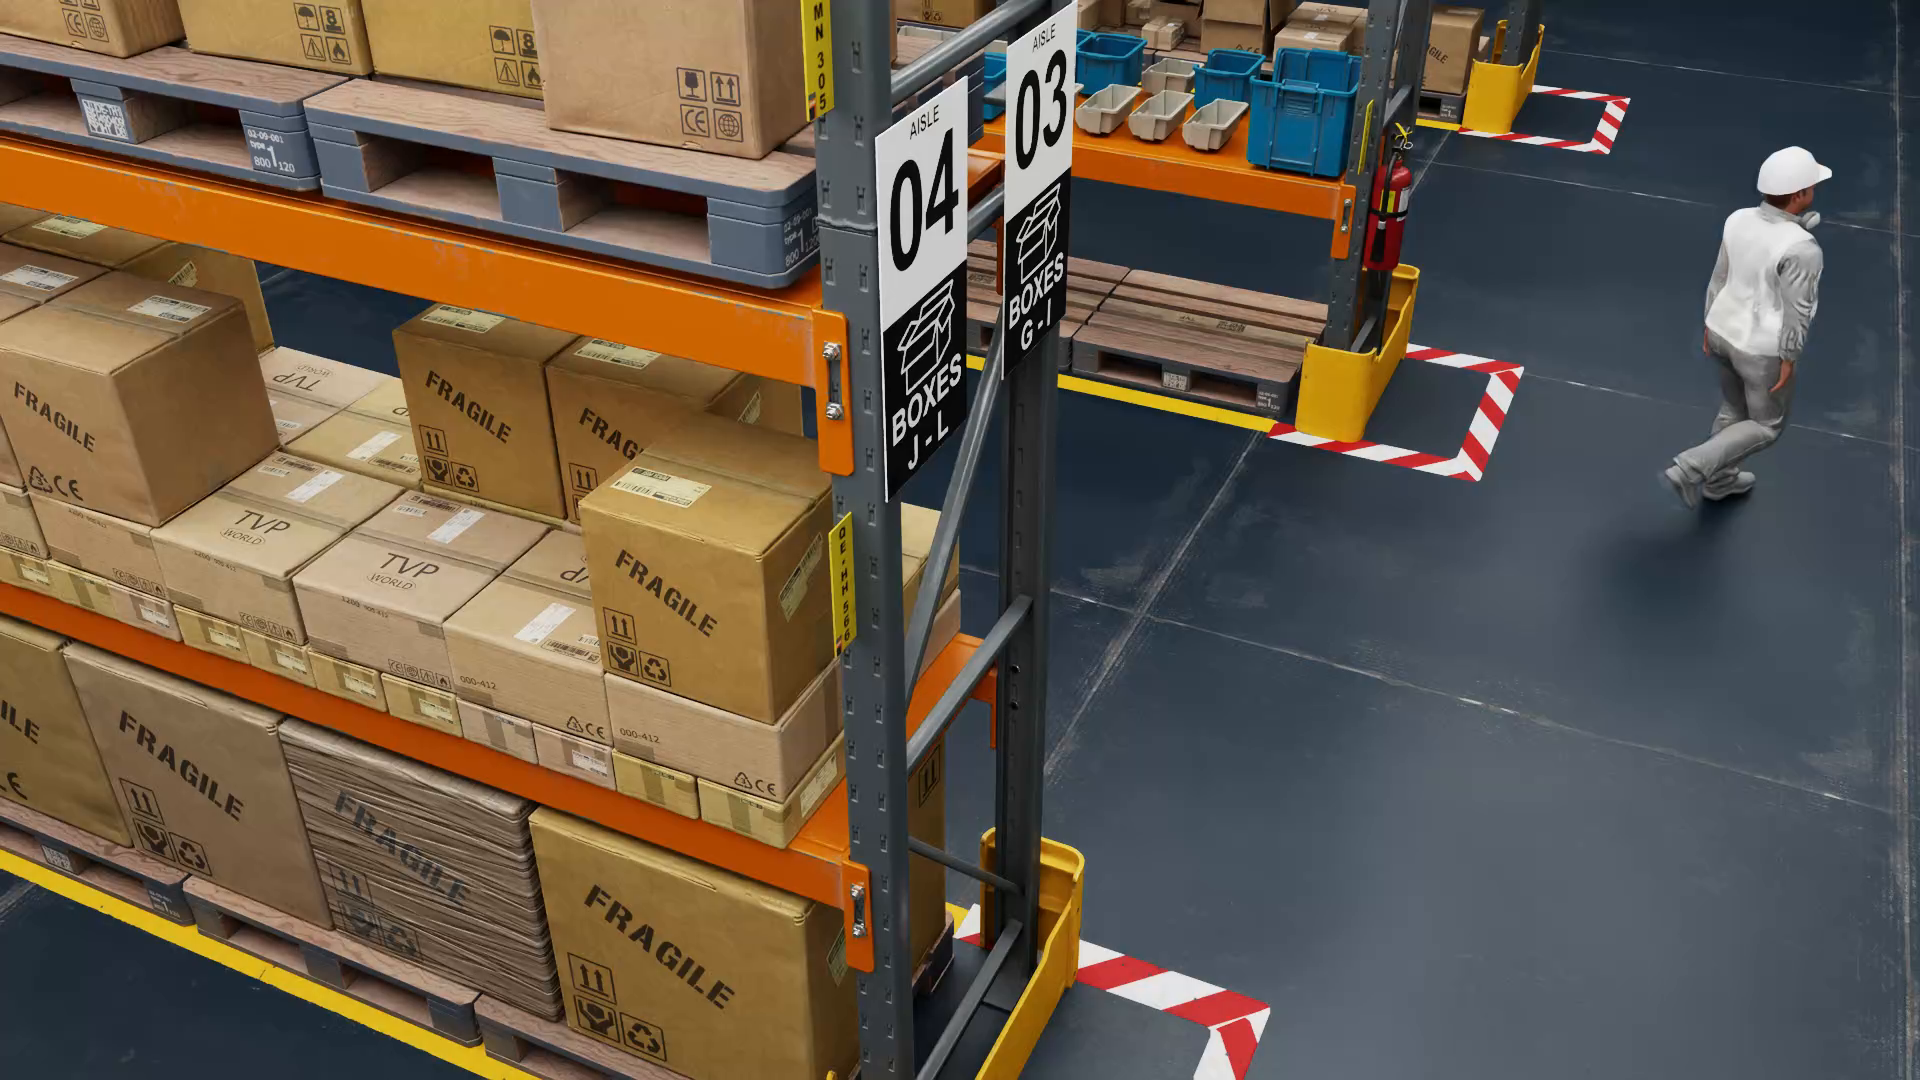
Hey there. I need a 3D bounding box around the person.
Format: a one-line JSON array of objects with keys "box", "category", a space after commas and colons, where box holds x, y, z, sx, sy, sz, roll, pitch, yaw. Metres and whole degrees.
[{"box": [3.546, -0.903, 7.457, 0.696, 1.756, 0.542, -11, 35, -16], "category": "person"}]
